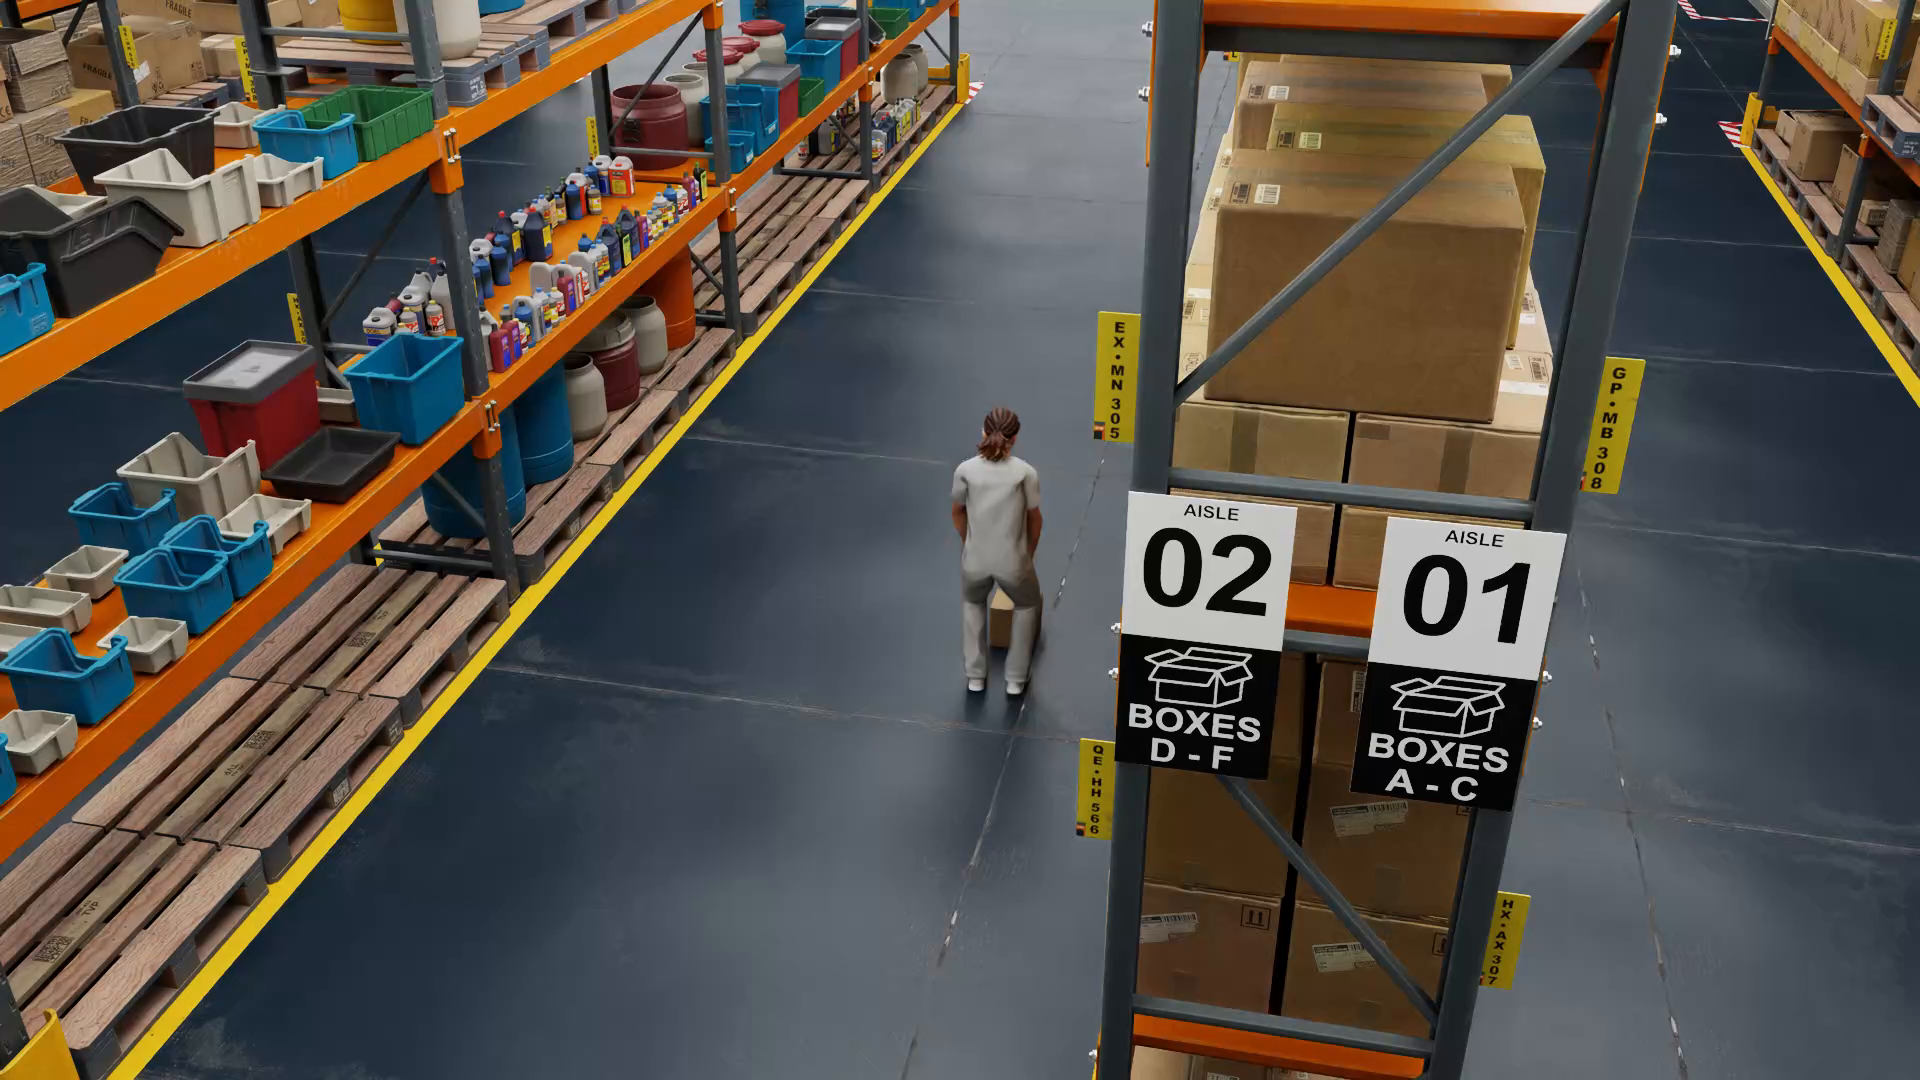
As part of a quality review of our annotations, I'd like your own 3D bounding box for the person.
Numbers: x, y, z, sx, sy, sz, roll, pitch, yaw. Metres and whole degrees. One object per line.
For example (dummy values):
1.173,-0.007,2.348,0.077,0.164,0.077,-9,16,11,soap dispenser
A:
0.181,0.076,8.630,0.480,1.537,0.510,6,30,11,person
